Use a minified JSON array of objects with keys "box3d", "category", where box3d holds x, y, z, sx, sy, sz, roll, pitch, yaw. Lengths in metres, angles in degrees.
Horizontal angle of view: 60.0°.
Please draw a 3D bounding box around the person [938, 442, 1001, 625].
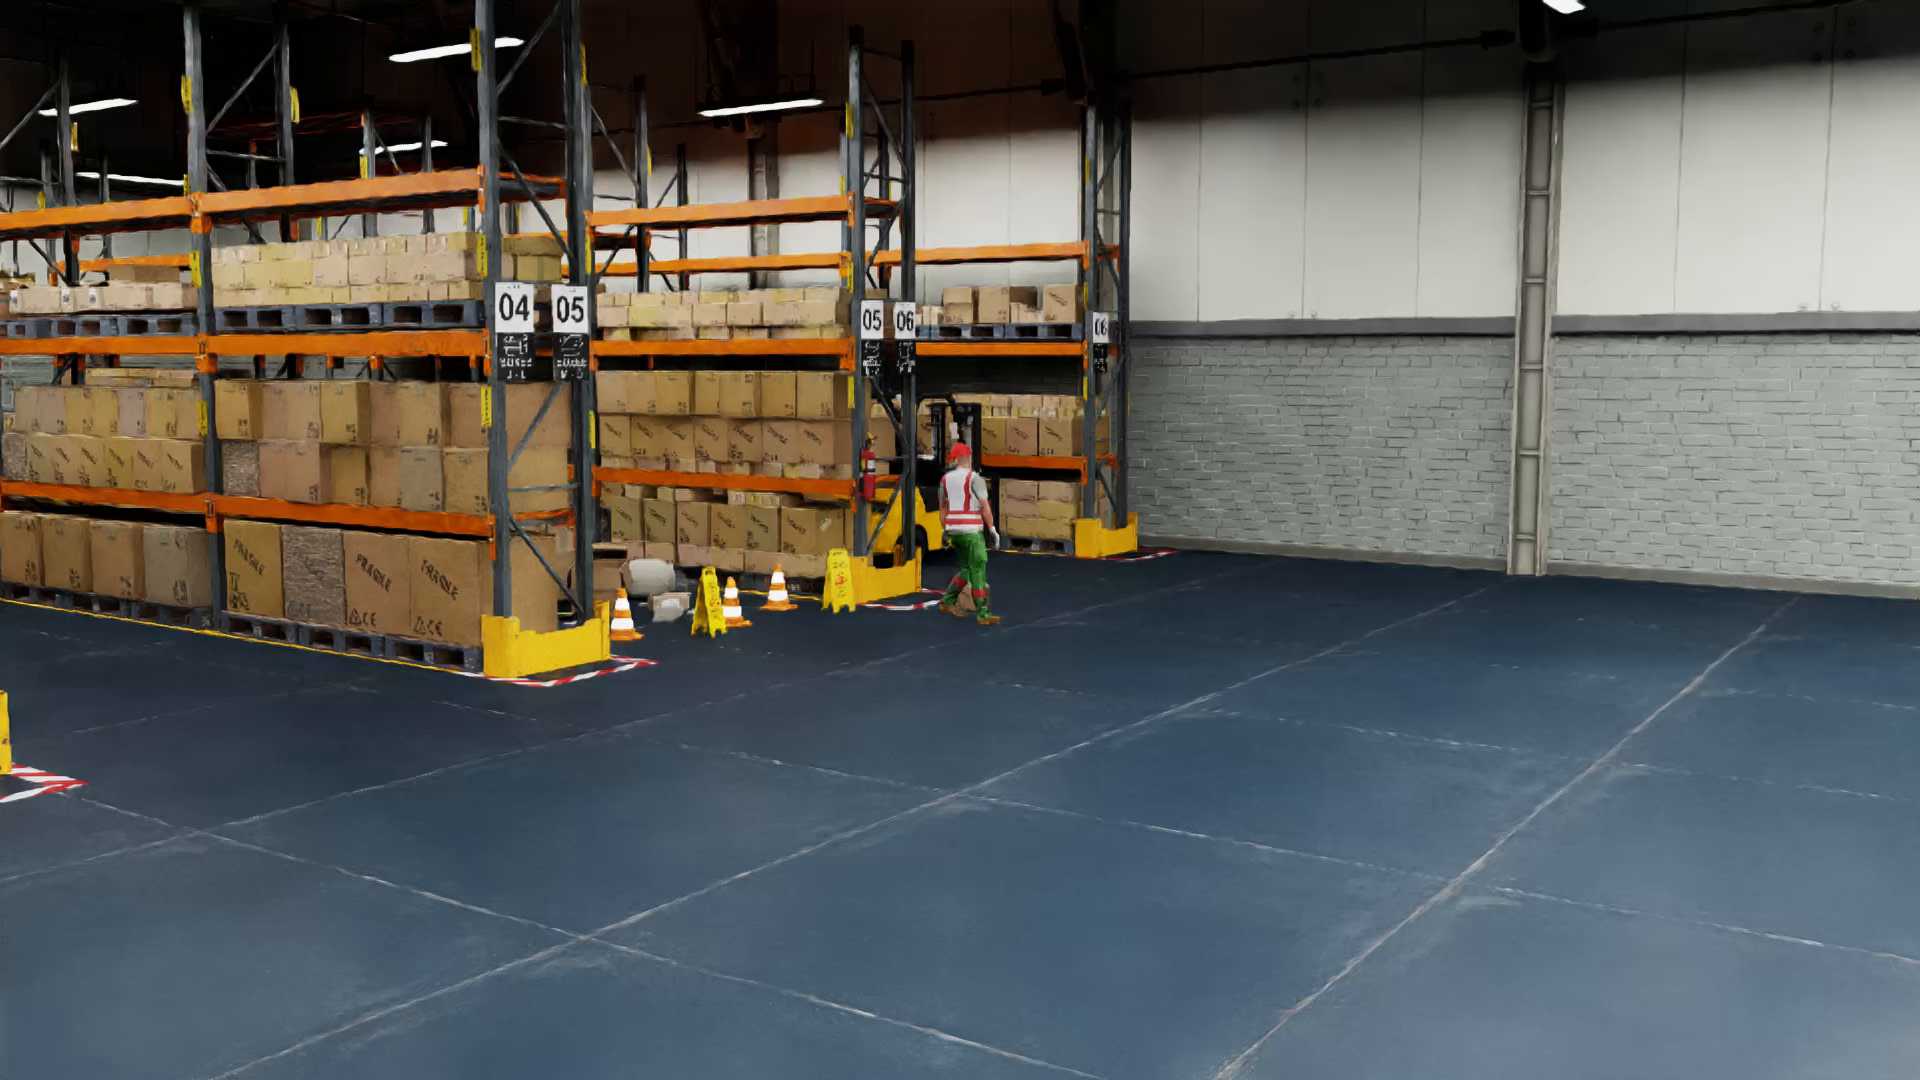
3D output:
[{"box3d":[0.090,-0.073,16.320,0.420,1.762,0.640,-6,9,-43],"category":"person"}]
